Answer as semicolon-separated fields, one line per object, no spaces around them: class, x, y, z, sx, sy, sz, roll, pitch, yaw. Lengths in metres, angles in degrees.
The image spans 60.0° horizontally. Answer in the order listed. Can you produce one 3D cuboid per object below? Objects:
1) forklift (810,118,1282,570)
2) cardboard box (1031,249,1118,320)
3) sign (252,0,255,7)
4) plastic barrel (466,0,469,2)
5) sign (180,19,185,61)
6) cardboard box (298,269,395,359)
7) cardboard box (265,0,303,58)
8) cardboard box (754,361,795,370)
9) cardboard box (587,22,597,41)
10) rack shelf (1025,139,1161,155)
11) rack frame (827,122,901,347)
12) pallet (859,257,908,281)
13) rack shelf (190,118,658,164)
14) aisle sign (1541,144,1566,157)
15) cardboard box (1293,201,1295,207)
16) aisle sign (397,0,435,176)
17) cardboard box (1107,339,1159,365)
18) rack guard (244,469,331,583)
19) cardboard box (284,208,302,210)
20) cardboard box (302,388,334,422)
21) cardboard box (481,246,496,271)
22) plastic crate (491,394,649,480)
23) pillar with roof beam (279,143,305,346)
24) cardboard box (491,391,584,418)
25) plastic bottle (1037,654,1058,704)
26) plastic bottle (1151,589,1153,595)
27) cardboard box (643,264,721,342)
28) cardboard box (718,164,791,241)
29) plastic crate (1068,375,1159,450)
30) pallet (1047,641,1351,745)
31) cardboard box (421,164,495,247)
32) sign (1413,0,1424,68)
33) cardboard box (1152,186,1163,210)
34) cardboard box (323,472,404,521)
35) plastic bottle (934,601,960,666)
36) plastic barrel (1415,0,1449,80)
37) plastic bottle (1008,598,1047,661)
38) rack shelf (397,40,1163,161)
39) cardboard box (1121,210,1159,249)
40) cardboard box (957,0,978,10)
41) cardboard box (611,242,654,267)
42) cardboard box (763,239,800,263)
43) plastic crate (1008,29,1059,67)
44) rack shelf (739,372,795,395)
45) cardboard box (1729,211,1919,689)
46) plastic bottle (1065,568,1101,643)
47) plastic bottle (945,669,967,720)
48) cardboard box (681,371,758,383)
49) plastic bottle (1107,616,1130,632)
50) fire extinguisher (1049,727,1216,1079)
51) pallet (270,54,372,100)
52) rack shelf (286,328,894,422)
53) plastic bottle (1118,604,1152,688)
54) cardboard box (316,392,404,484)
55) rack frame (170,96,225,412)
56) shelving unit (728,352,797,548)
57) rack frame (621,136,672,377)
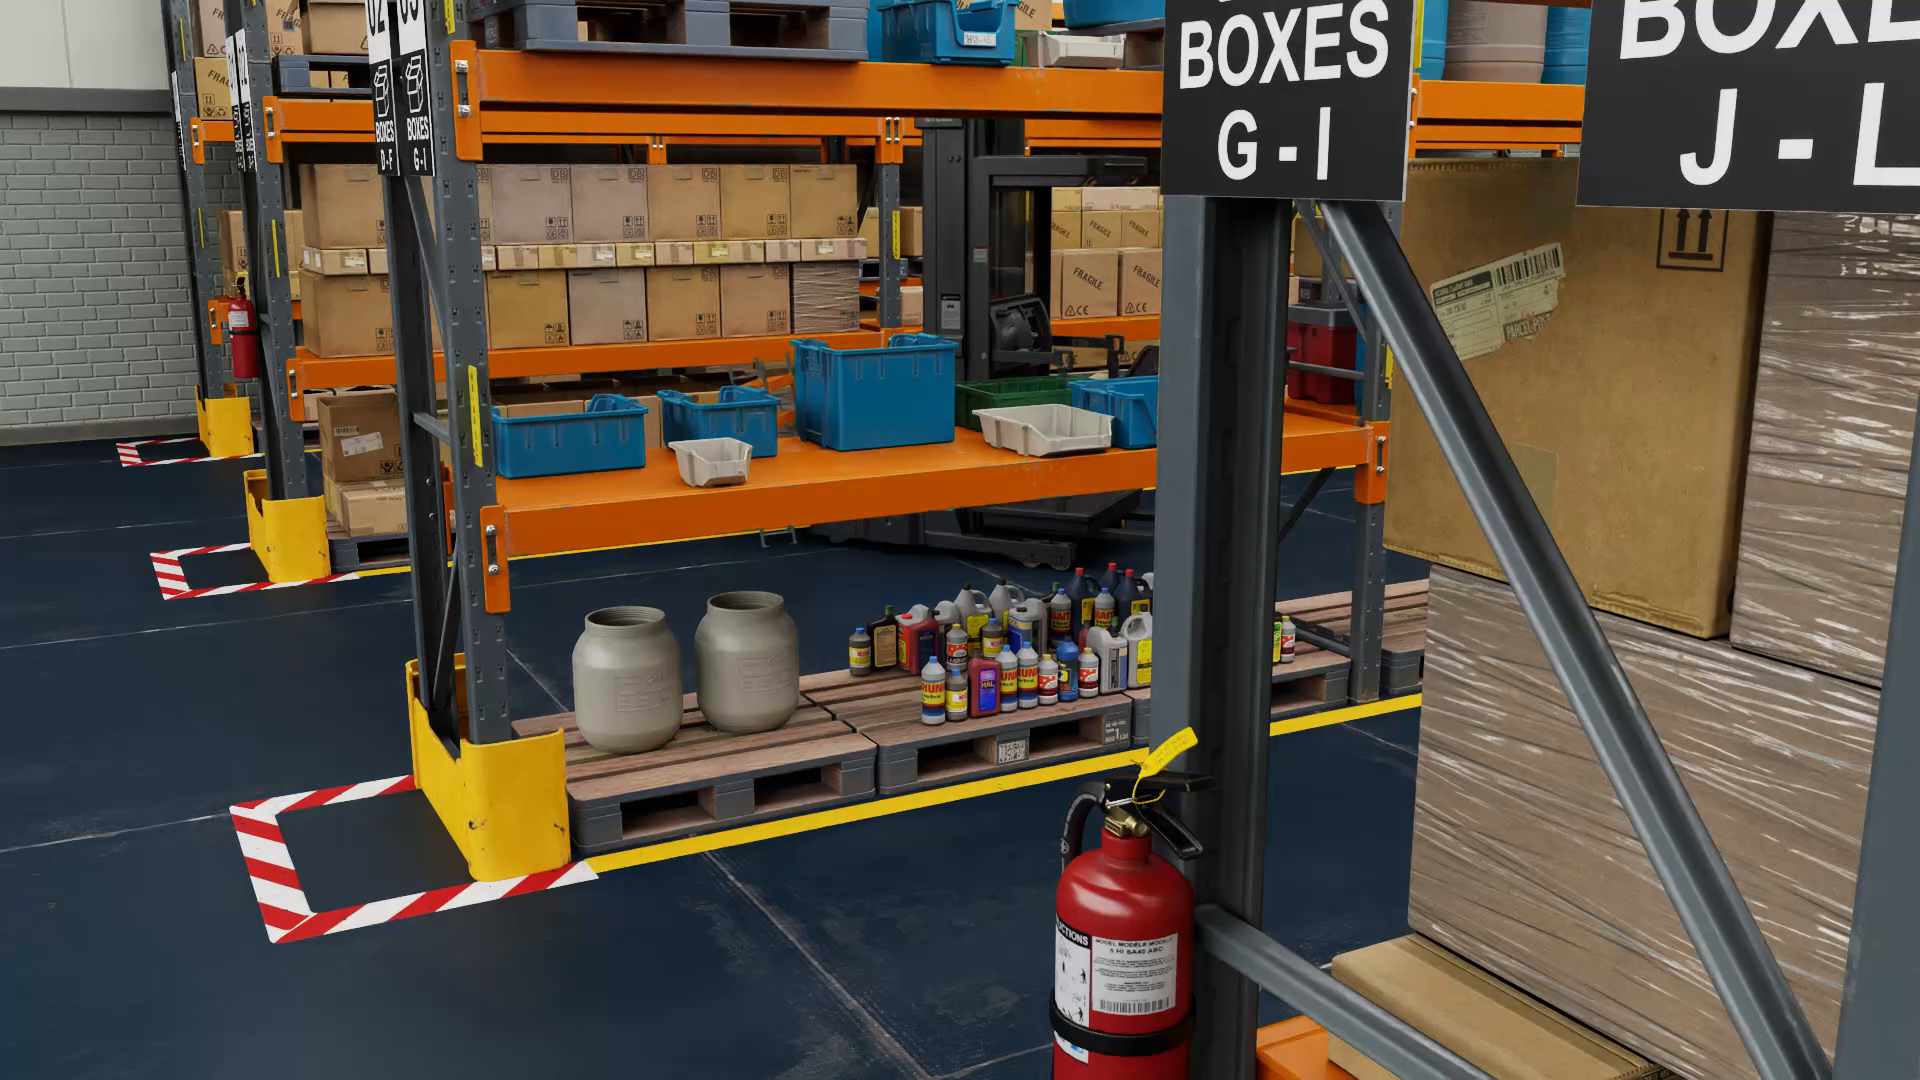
forklift;0.574;-1.375;10.545;3.031;2.935;1.130;5;14;23
cardboard box;0.876;-1.988;12.884;0.500;0.500;0.500;-7;14;-28
sign;-3.959;-3.154;9.287;0.005;0.325;0.100;-7;14;-28
plastic barrel;-1.483;-2.331;5.869;0.708;0.830;0.600;-7;14;-28
sign;-6.336;-4.072;13.550;0.005;0.325;0.100;-7;14;-28
cardboard box;-3.803;-1.428;10.396;0.500;0.500;0.700;-7;14;-28
cardboard box;-5.677;-4.334;14.151;0.500;0.500;0.500;-7;14;-29
cardboard box;-2.018;-1.848;17.178;0.500;0.500;0.700;-7;15;-29
cardboard box;-2.214;-3.392;11.005;0.637;0.503;0.797;-5;14;-22
rack shelf;2.181;-4.451;18.864;4.000;0.370;1.077;-7;14;-28
rack frame;-0.708;-1.754;12.069;0.127;3.000;1.000;-7;14;-28
pallet;-1.292;-2.819;17.240;1.213;0.211;1.003;-7;14;-28
rack shelf;-4.841;-3.610;15.124;4.000;0.370;1.077;-7;14;-28
aisle sign;7.655;-5.188;21.410;0.004;0.787;0.394;-7;14;-28
cardboard box;3.649;-4.021;19.483;0.500;0.250;0.500;-6;14;-26
aisle sign;-1.772;-1.582;5.386;0.004;0.787;0.394;-7;14;-28
cardboard box;1.906;-2.428;19.005;0.750;0.750;0.750;-7;14;-28
rack guard;-4.240;-0.111;10.463;0.348;0.500;1.175;-7;14;-28
cardboard box;-5.838;-2.731;15.001;0.500;0.500;0.500;-7;14;-27
cardboard box;-5.946;-1.245;14.933;0.500;0.311;0.500;-9;15;-34
cardboard box;-3.099;-1.778;10.473;0.250;0.149;0.380;-7;14;-29
plastic crate;-1.553;-0.416;6.463;0.616;0.251;0.499;-7;14;-28
pillar with roof beam;-4.333;-4.625;11.162;0.400;9.000;9.100;-7;14;-28
cardboard box;-2.771;-0.684;10.913;0.500;0.500;0.500;-7;14;-28
plastic bottle;0.367;0.585;7.049;0.097;0.201;0.097;0;13;0
plastic bottle;0.953;0.321;8.037;0.133;0.283;0.061;-7;14;-28
cardboard box;-1.997;-1.646;11.362;0.500;0.500;0.700;-7;14;-27
cardboard box;-1.538;-2.334;11.466;0.500;0.500;0.700;-7;14;-28
plastic crate;0.820;-0.557;7.092;0.616;0.251;0.499;-7;14;-28
pallet;1.052;0.624;7.854;1.213;0.211;1.003;-7;14;-28
cardboard box;-3.298;-2.123;10.528;0.500;0.500;0.700;-7;15;-29
sign;1.916;-2.159;7.019;0.005;0.325;0.100;-7;14;-28
cardboard box;2.301;-3.861;18.775;0.500;0.250;0.500;-7;15;-29
cardboard box;-3.890;-0.310;10.959;0.500;0.250;0.500;-7;14;-28
plastic bottle;-0.091;0.423;7.600;0.135;0.276;0.152;-7;15;-29
plastic barrel;2.004;-2.602;7.865;0.708;0.901;0.600;-7;14;-28
plastic bottle;0.309;0.411;7.652;0.135;0.276;0.152;-7;14;-28
rack shelf;-0.094;-1.701;6.641;4.000;0.370;1.077;-7;14;-28
cardboard box;1.875;-3.439;18.609;0.500;0.500;0.500;-7;14;-28
cardboard box;-0.148;-3.772;11.882;0.500;0.500;0.500;-7;14;-27
cardboard box;-2.191;-1.887;10.957;0.250;0.149;0.380;-6;14;-26
cardboard box;-1.291;-1.995;11.438;0.250;0.149;0.380;-7;15;-30
plastic crate;0.146;-2.045;7.015;0.450;0.188;0.336;-7;14;-28
rack shelf;-1.281;-0.982;10.904;0.258;0.148;0.480;-7;10;15
cardboard box;1.137;-0.110;1.585;0.500;0.500;0.500;-7;14;-28
plastic bottle;0.589;0.304;7.958;0.185;0.351;0.144;-8;15;-30
plastic bottle;-0.018;0.631;6.844;0.097;0.201;0.097;0;13;0
cardboard box;-1.700;-0.940;12.054;0.500;0.500;0.500;-7;14;-28
plastic bottle;0.711;0.472;7.363;0.133;0.283;0.061;-7;14;-28
fire extinguisher;0.203;0.538;2.064;0.183;0.674;0.296;-7;14;-28
pallet;-3.586;-2.822;10.188;1.213;0.211;1.003;-7;14;-28
rack shelf;-2.464;-1.192;11.213;4.000;0.370;1.077;-7;14;-28
plastic bottle;0.783;0.457;7.280;0.185;0.351;0.144;-7;14;-28
cardboard box;-3.891;-0.676;10.878;0.500;0.500;0.500;-7;14;-28
rack frame;-6.596;-2.287;14.440;0.127;3.000;1.000;-7;14;-28
shelving unit;-1.216;-0.600;10.973;0.258;1.200;0.503;-7;10;15
rack frame;-3.085;-2.708;16.309;0.127;3.000;1.000;-7;14;-28
